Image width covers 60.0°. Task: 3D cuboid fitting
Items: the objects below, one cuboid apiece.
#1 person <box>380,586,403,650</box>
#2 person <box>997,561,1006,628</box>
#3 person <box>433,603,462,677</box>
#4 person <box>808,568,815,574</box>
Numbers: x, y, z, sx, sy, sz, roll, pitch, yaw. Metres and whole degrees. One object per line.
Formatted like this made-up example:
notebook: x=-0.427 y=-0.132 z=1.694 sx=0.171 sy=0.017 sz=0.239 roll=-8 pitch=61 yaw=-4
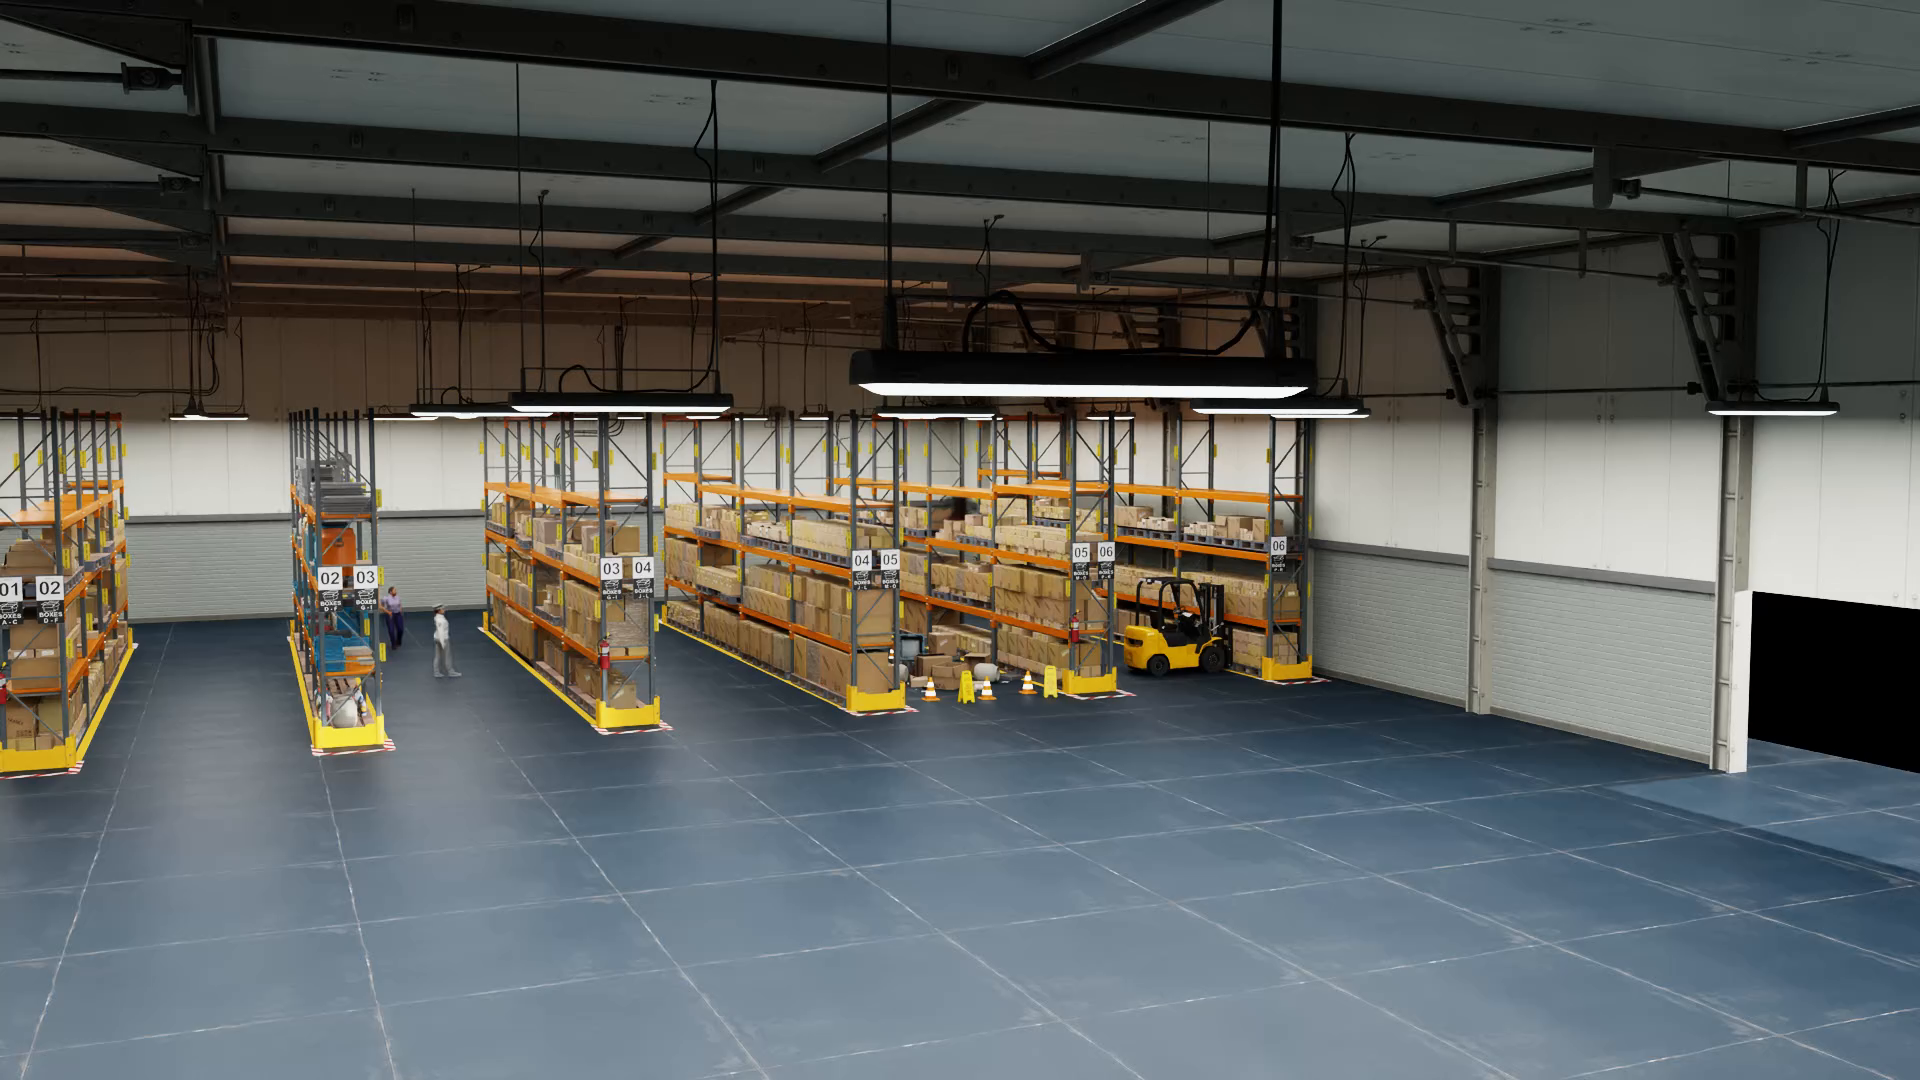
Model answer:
person: x=-14.440 y=1.976 z=42.223 sx=0.539 sy=1.621 sz=0.537 roll=-2 pitch=4 yaw=-21
person: x=1.076 y=1.440 z=44.196 sx=0.429 sy=1.784 sz=0.614 roll=-1 pitch=4 yaw=-16
person: x=-11.597 y=2.253 z=37.540 sx=0.587 sy=1.685 sz=0.493 roll=-3 pitch=5 yaw=-40
person: x=-4.251 y=1.604 z=47.438 sx=0.426 sy=1.595 sz=0.554 roll=4 pitch=6 yaw=45
